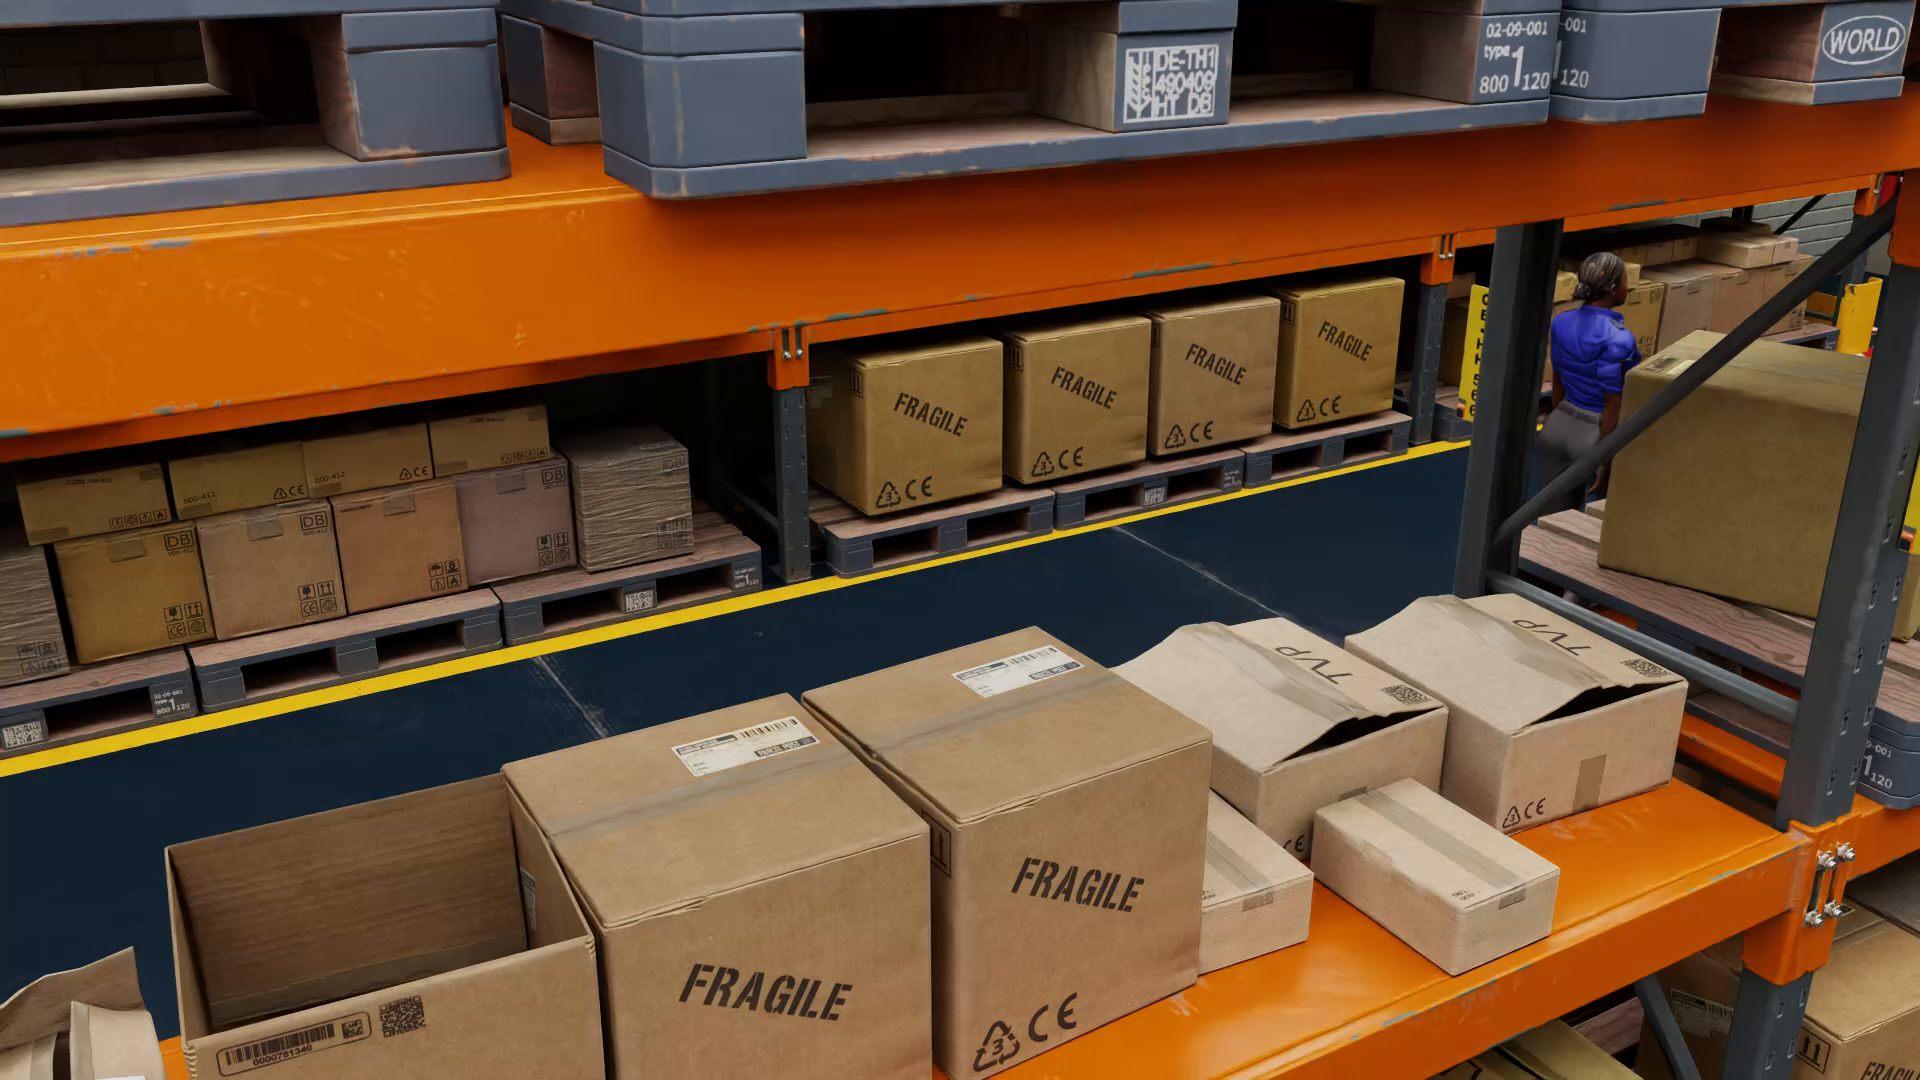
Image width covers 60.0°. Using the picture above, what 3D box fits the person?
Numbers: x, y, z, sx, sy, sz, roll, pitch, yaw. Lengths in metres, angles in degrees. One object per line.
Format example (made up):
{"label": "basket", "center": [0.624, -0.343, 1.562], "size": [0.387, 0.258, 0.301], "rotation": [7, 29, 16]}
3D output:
{"label": "person", "center": [2.684, -0.394, 7.045], "size": [0.426, 1.676, 0.444], "rotation": [-11, 24, -25]}
